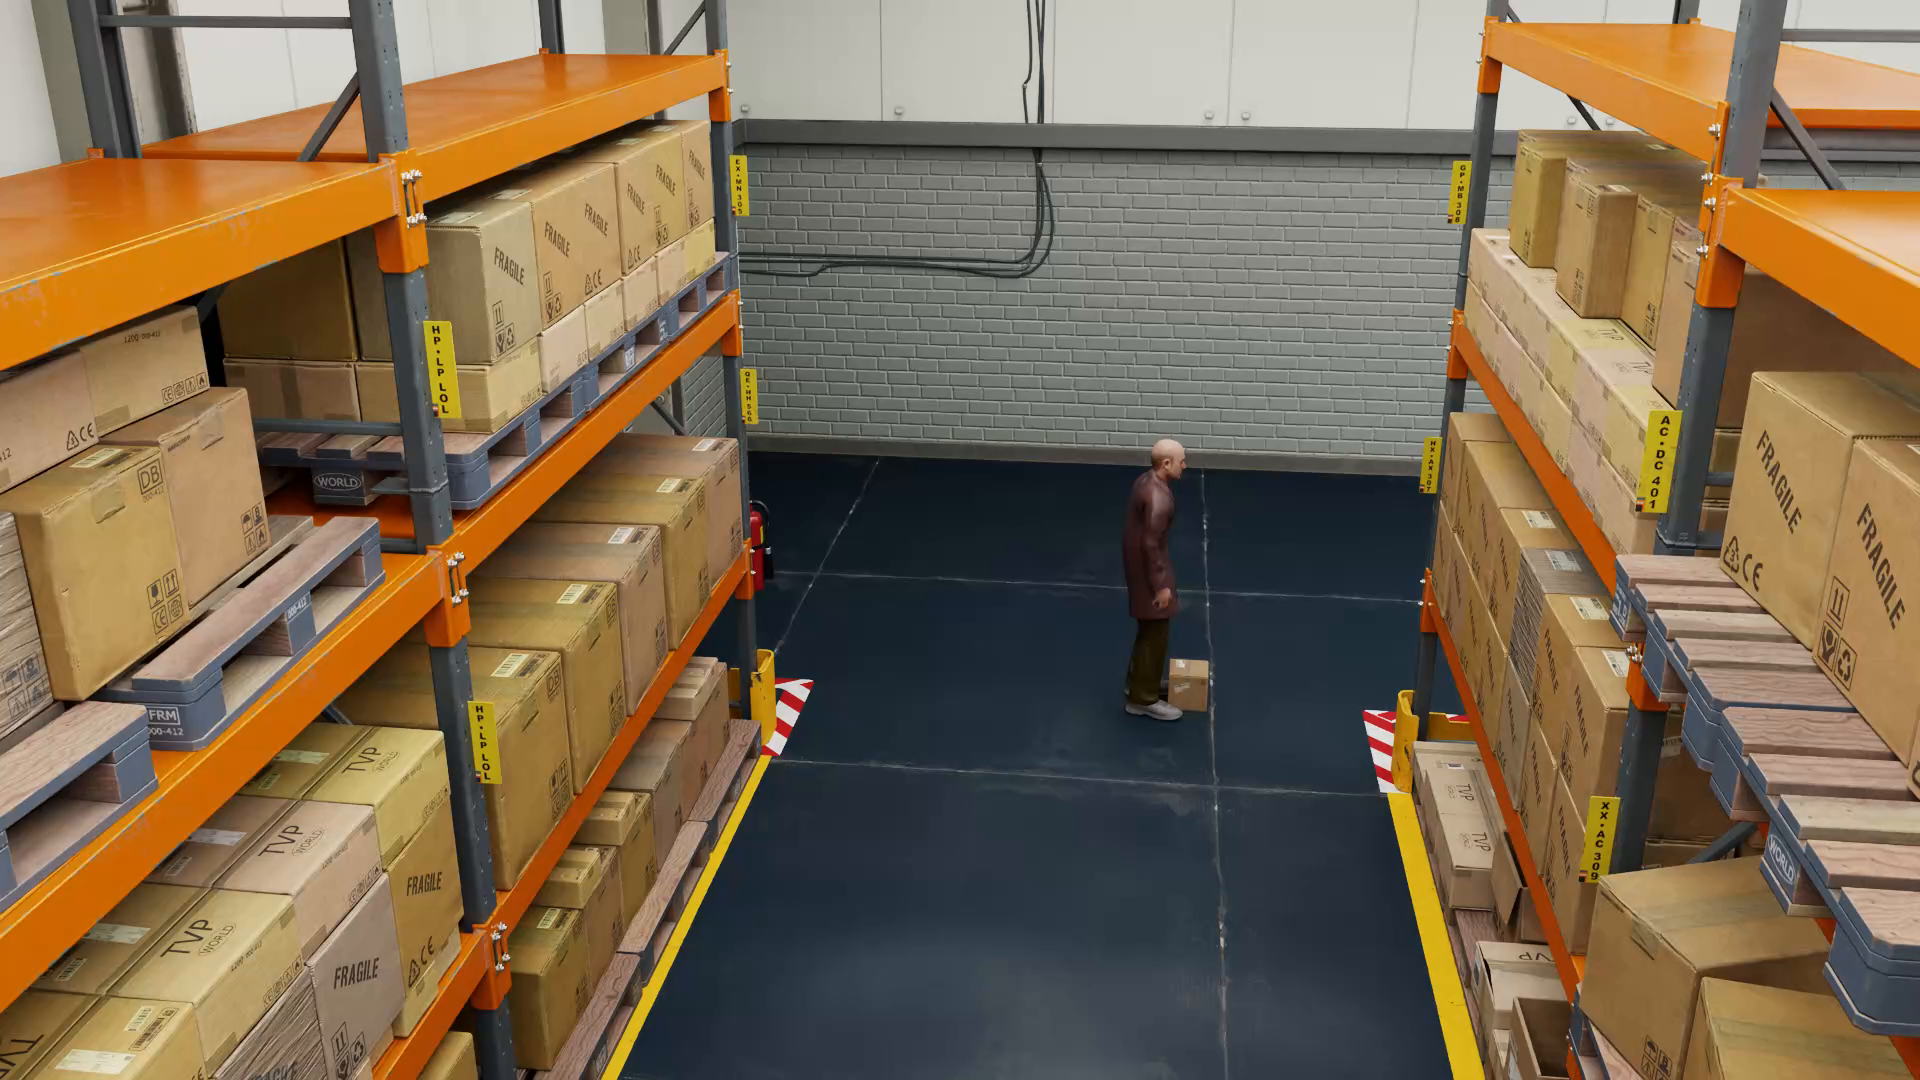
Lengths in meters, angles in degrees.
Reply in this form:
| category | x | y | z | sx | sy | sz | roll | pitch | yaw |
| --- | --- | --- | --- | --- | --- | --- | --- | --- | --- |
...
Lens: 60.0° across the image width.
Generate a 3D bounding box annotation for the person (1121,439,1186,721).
| category | x | y | z | sx | sy | sz | roll | pitch | yaw |
| --- | --- | --- | --- | --- | --- | --- | --- | --- | --- |
| person | 1.232 | 0.218 | 10.533 | 0.429 | 1.772 | 0.649 | 1 | 21 | 3 |
